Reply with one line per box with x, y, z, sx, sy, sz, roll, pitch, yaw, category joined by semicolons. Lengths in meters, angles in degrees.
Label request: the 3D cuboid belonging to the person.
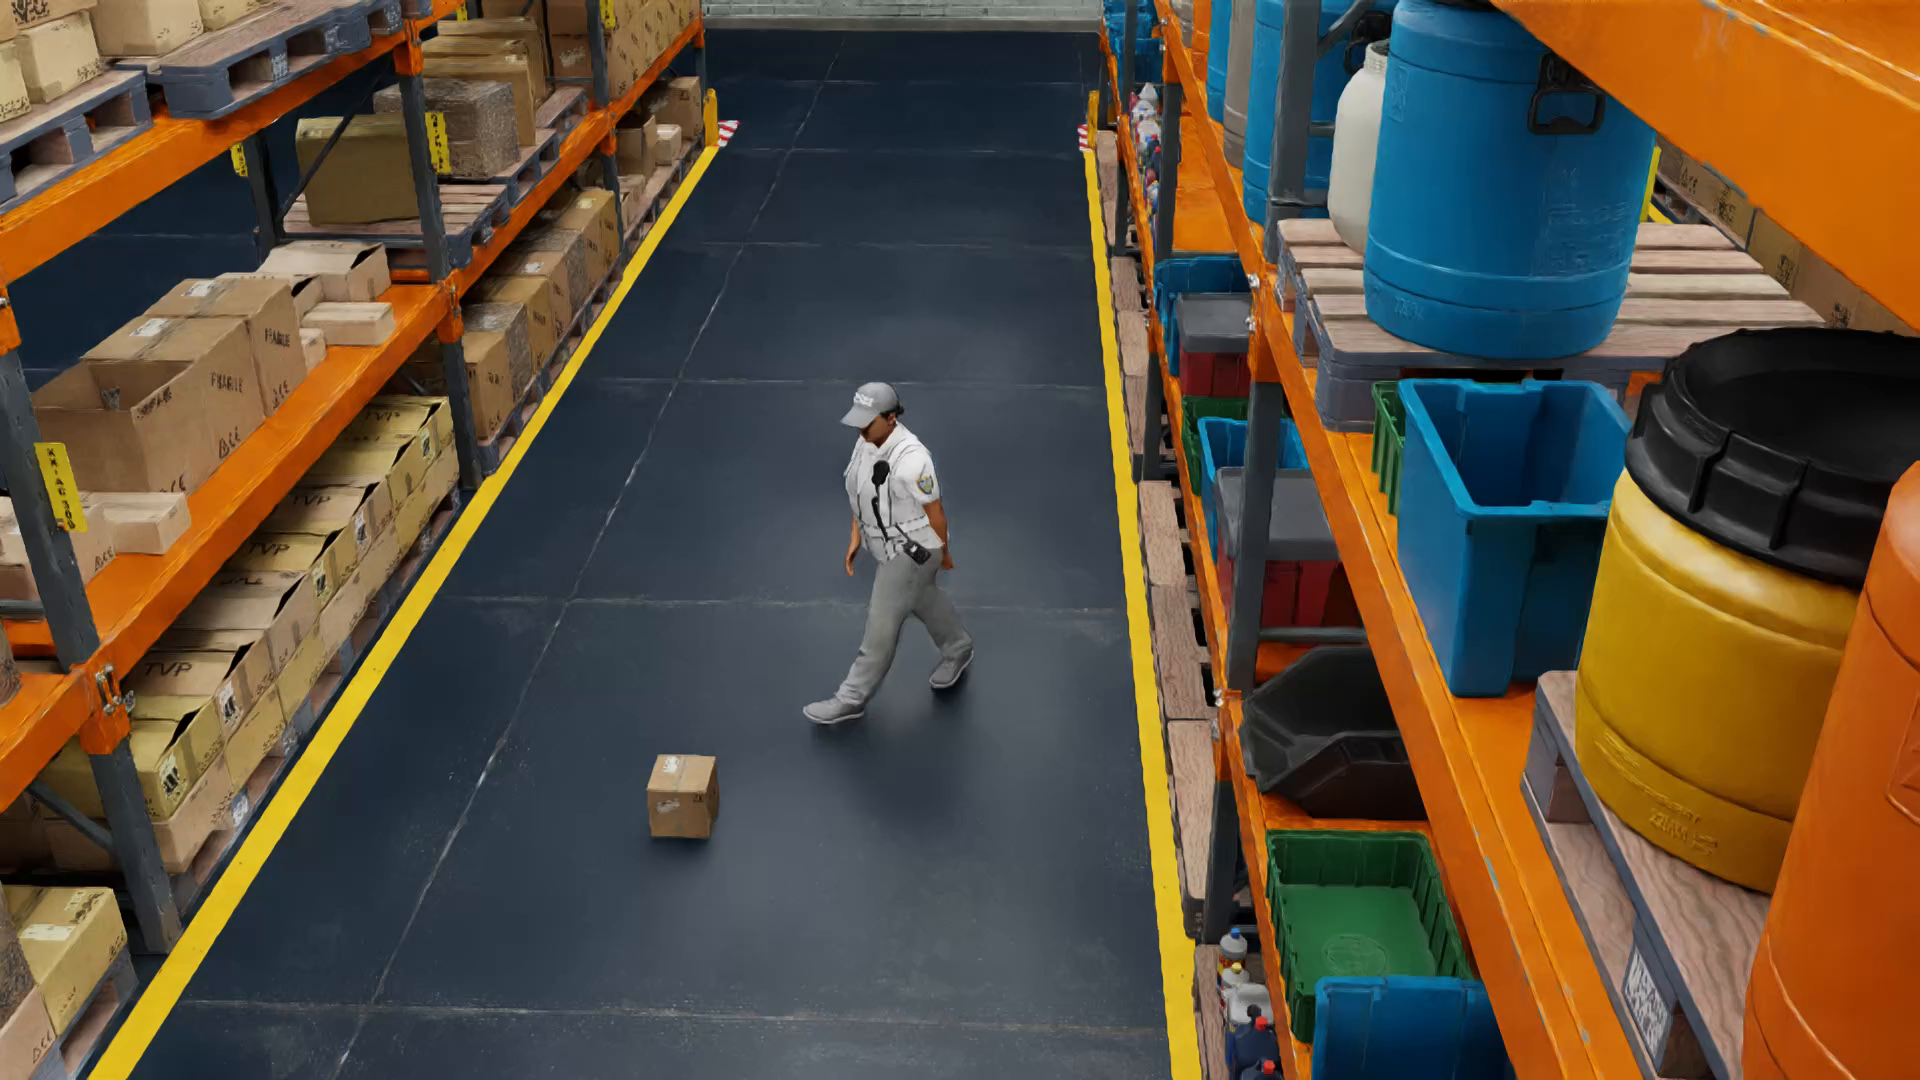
-0.322;0.036;7.546;0.958;1.623;0.468;-14;31;-25;person
